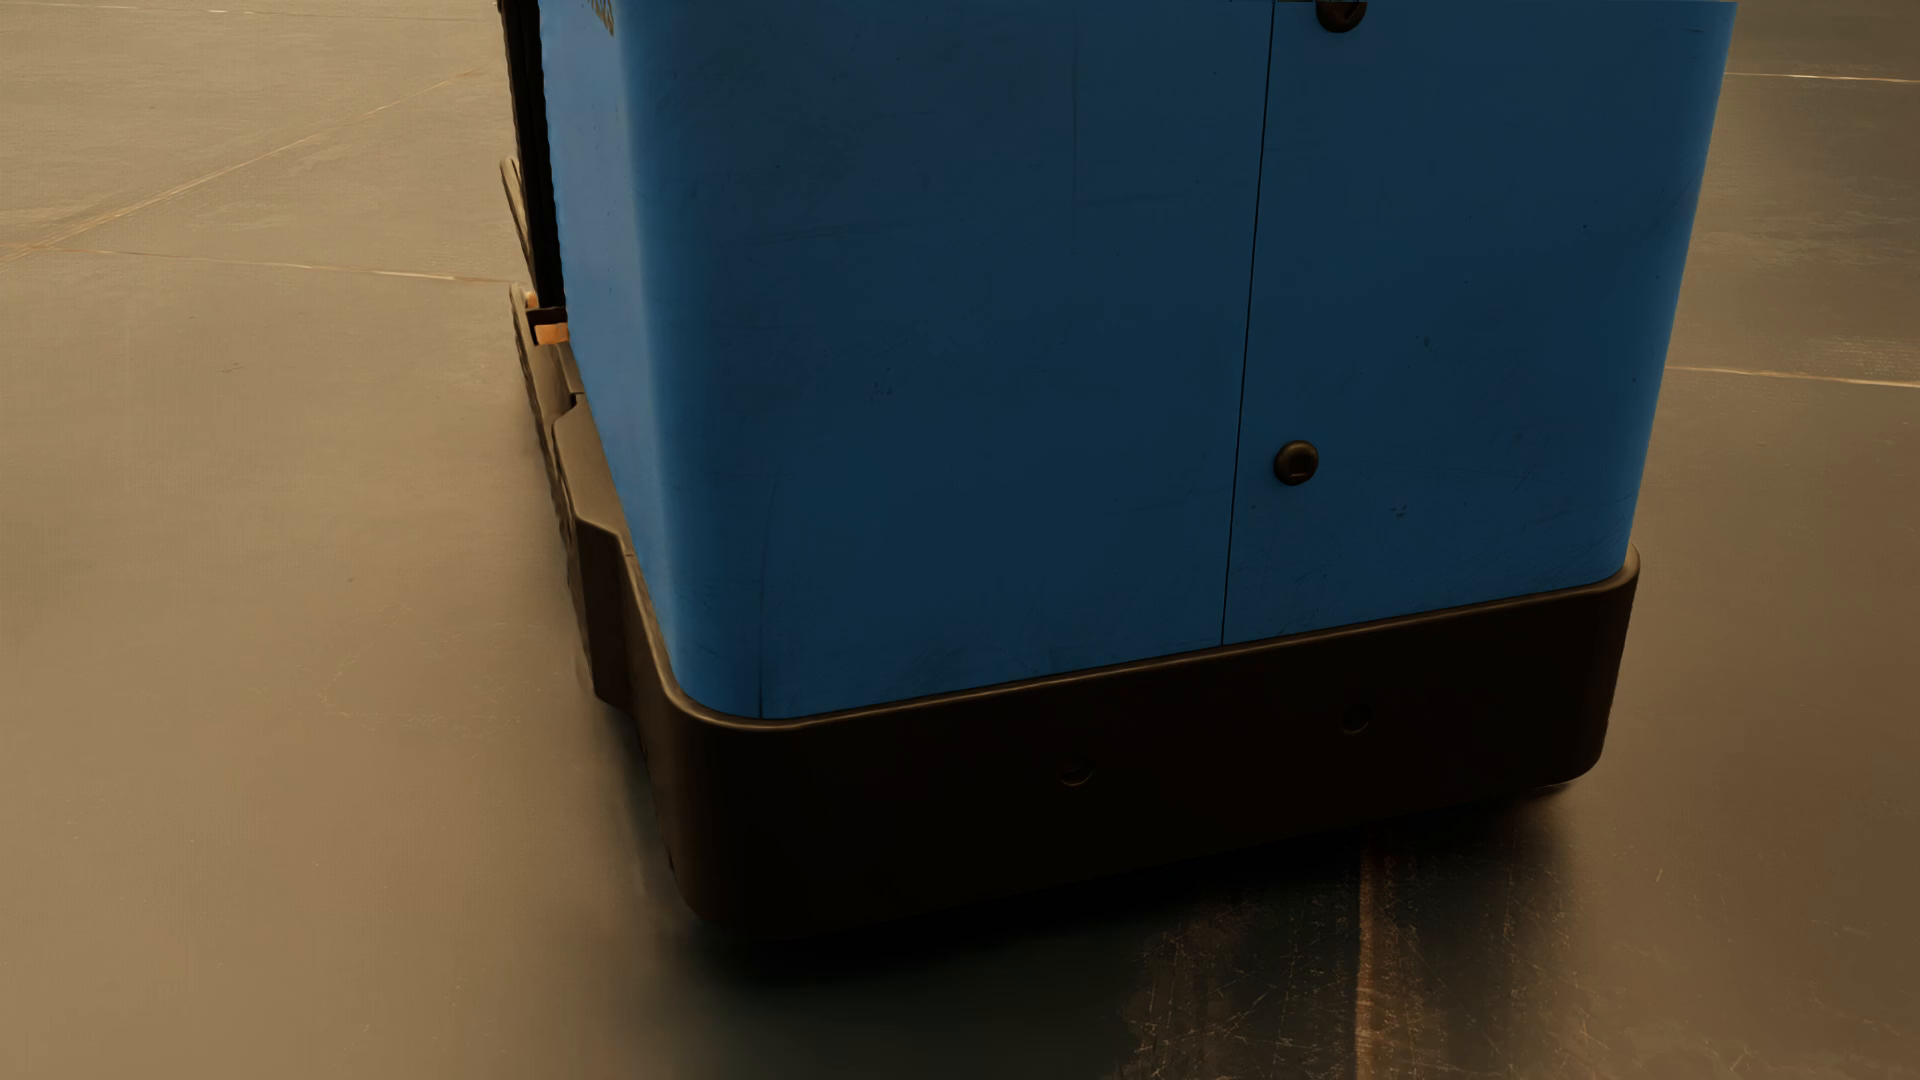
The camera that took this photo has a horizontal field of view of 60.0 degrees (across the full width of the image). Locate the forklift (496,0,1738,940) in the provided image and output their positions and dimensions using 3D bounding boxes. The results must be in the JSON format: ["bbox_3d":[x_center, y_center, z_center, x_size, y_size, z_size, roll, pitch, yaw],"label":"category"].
[{"bbox_3d":[-0.202,-1.572,2.362,1.130,2.935,3.031,-8,28,-16],"label":"forklift"}]
